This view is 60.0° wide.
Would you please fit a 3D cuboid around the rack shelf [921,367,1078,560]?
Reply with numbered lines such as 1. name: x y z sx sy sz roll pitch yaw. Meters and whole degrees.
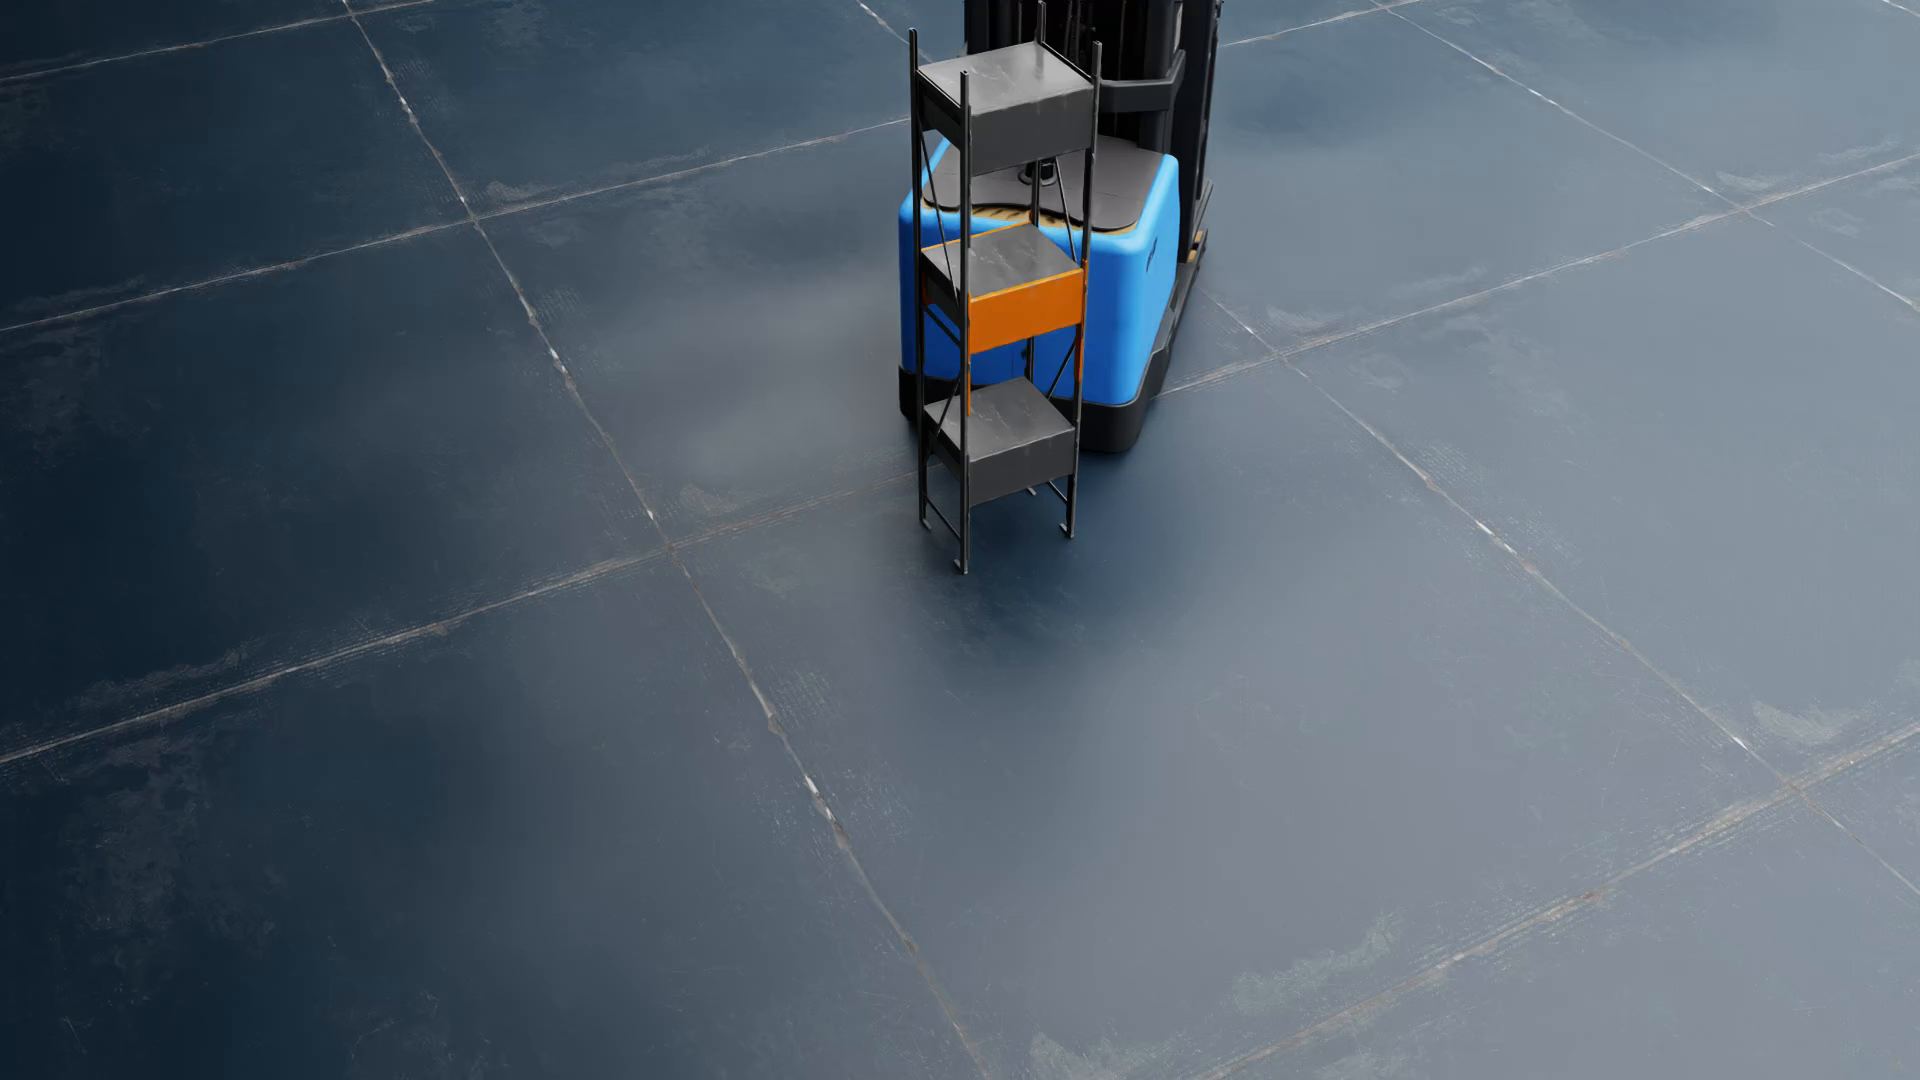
1. rack shelf: 0.147 -0.306 6.591 0.480 0.518 0.431 -19 44 -21

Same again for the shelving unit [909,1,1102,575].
1. shelving unit: 0.147 -0.851 6.130 0.503 2.100 0.431 -19 44 -21

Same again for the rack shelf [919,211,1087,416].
1. rack shelf: 0.147 -0.840 6.139 0.480 0.518 0.431 -19 44 -21

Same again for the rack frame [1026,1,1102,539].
1. rack frame: 0.363 -0.924 6.216 0.015 2.100 0.400 -19 44 -21

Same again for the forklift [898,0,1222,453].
1. forklift: 0.622 -2.452 7.378 1.130 2.935 3.031 10 41 12

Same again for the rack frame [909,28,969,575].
1. rack frame: -0.070 -0.778 6.044 0.015 2.100 0.400 -19 44 -21

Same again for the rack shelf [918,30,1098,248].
1. rack shelf: 0.147 -1.375 5.687 0.480 0.518 0.431 -19 44 -21
